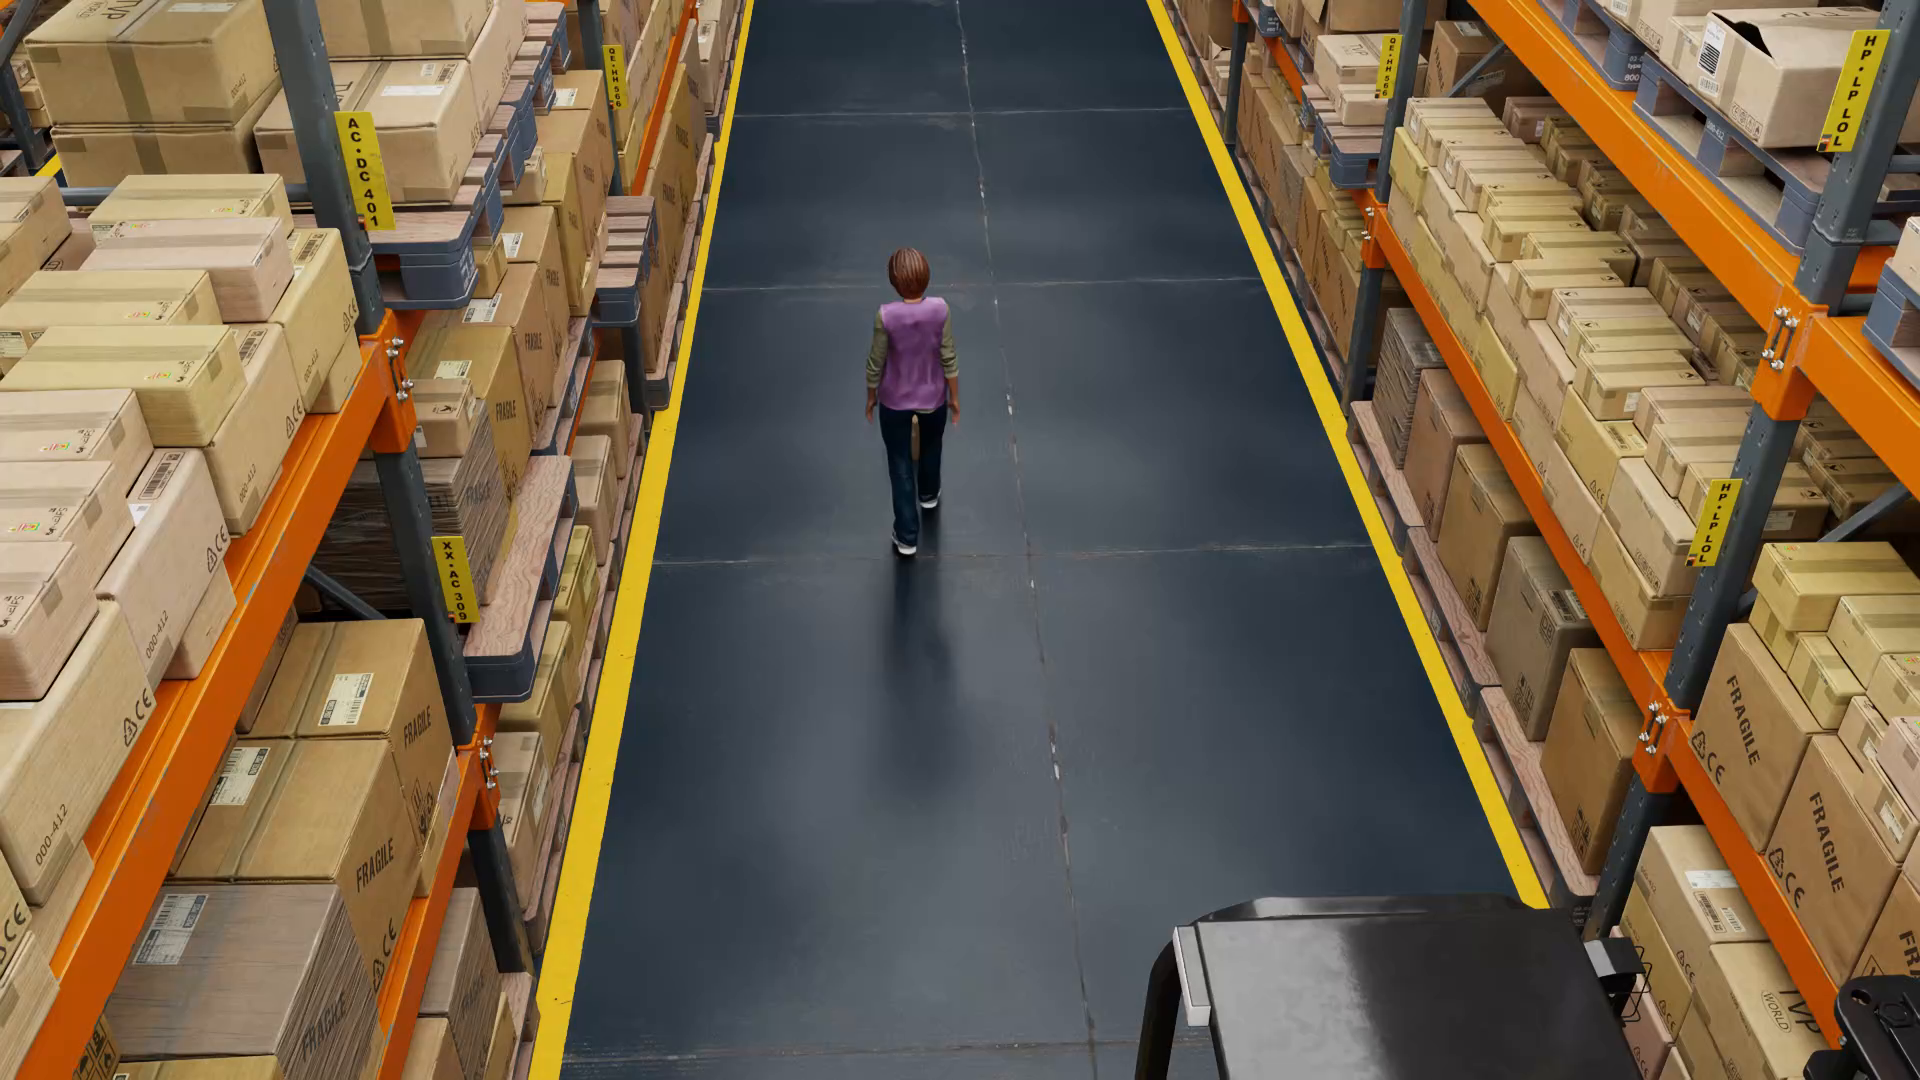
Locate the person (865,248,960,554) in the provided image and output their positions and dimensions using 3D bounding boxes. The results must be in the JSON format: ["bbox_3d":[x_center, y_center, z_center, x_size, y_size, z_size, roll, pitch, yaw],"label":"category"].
[{"bbox_3d":[-0.249,-0.715,8.207,0.455,1.534,0.681,-6,36,-9],"label":"person"}]
